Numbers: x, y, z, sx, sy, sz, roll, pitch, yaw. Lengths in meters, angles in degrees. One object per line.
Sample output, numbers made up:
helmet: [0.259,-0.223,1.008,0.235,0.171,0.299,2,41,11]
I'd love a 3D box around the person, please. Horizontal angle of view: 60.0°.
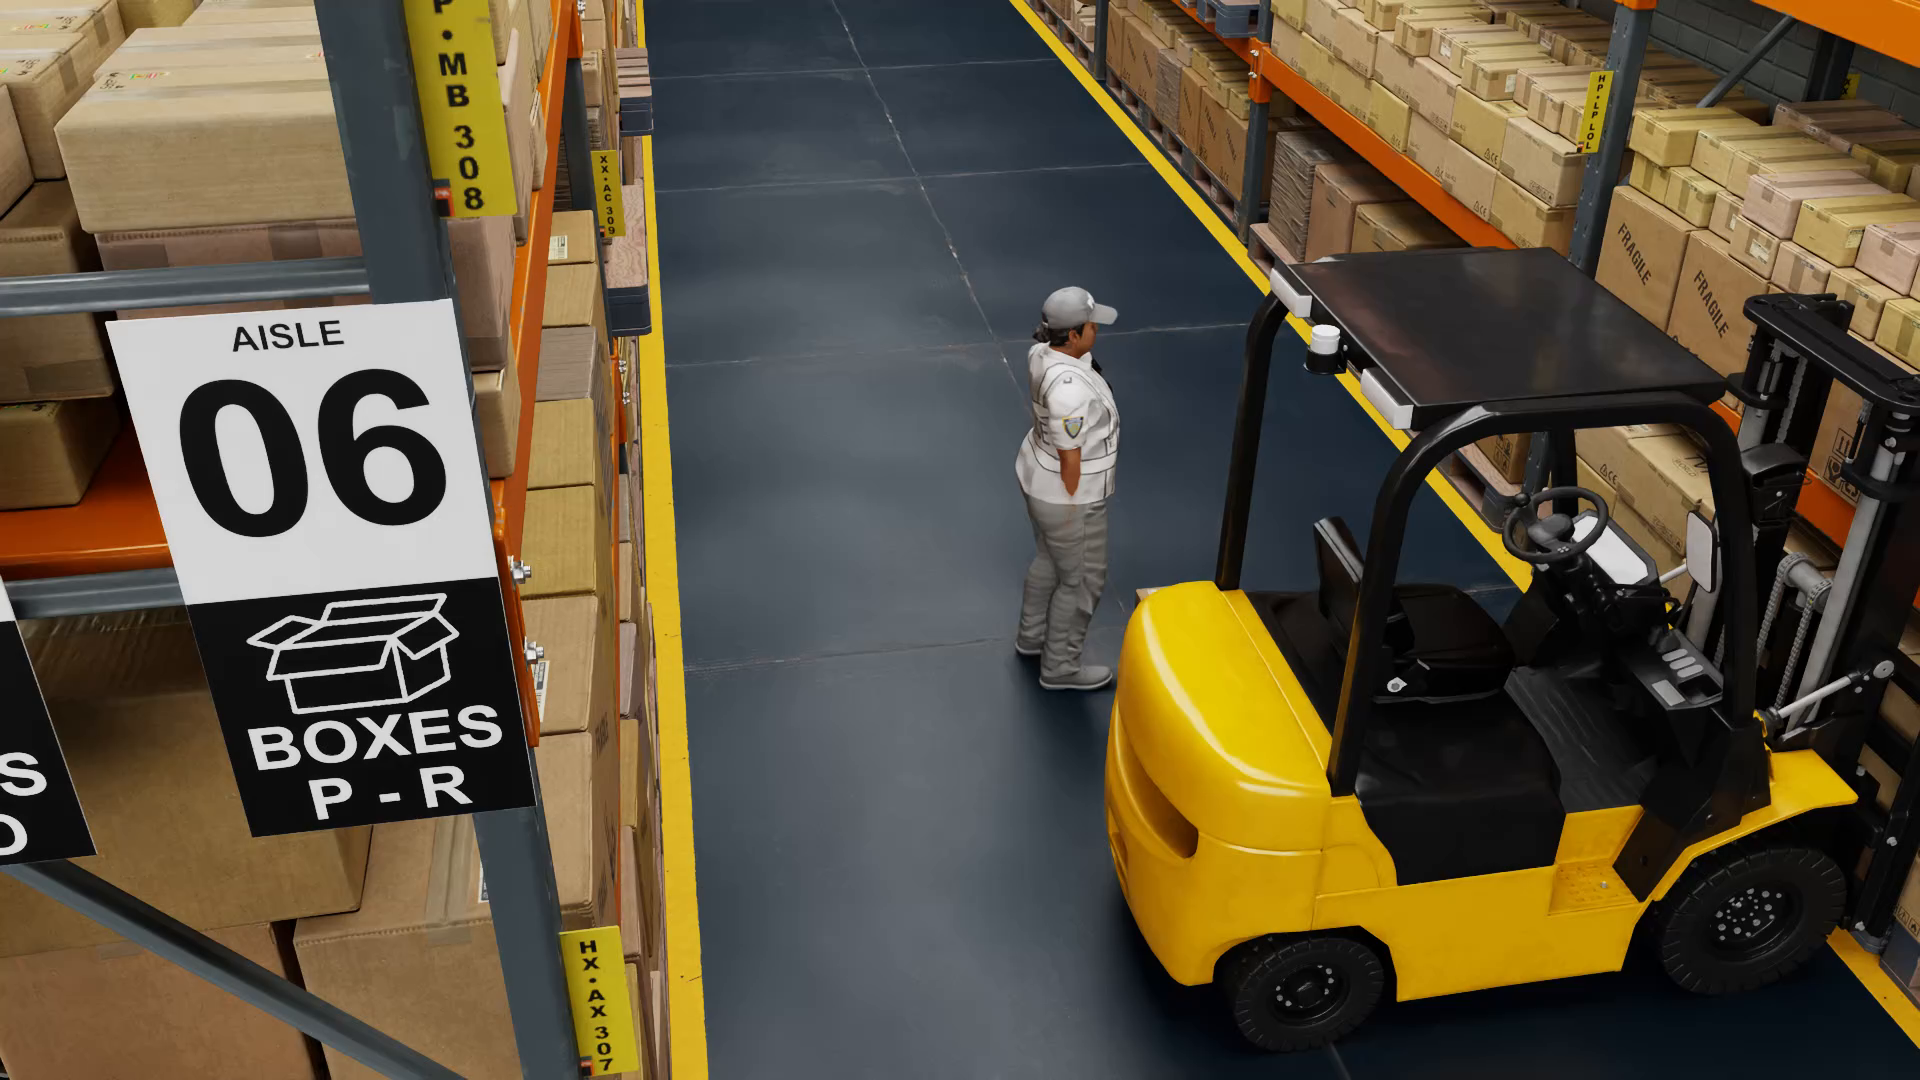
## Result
person: [0.420,-0.201,6.475,0.391,1.662,0.466,-5,31,-8]
